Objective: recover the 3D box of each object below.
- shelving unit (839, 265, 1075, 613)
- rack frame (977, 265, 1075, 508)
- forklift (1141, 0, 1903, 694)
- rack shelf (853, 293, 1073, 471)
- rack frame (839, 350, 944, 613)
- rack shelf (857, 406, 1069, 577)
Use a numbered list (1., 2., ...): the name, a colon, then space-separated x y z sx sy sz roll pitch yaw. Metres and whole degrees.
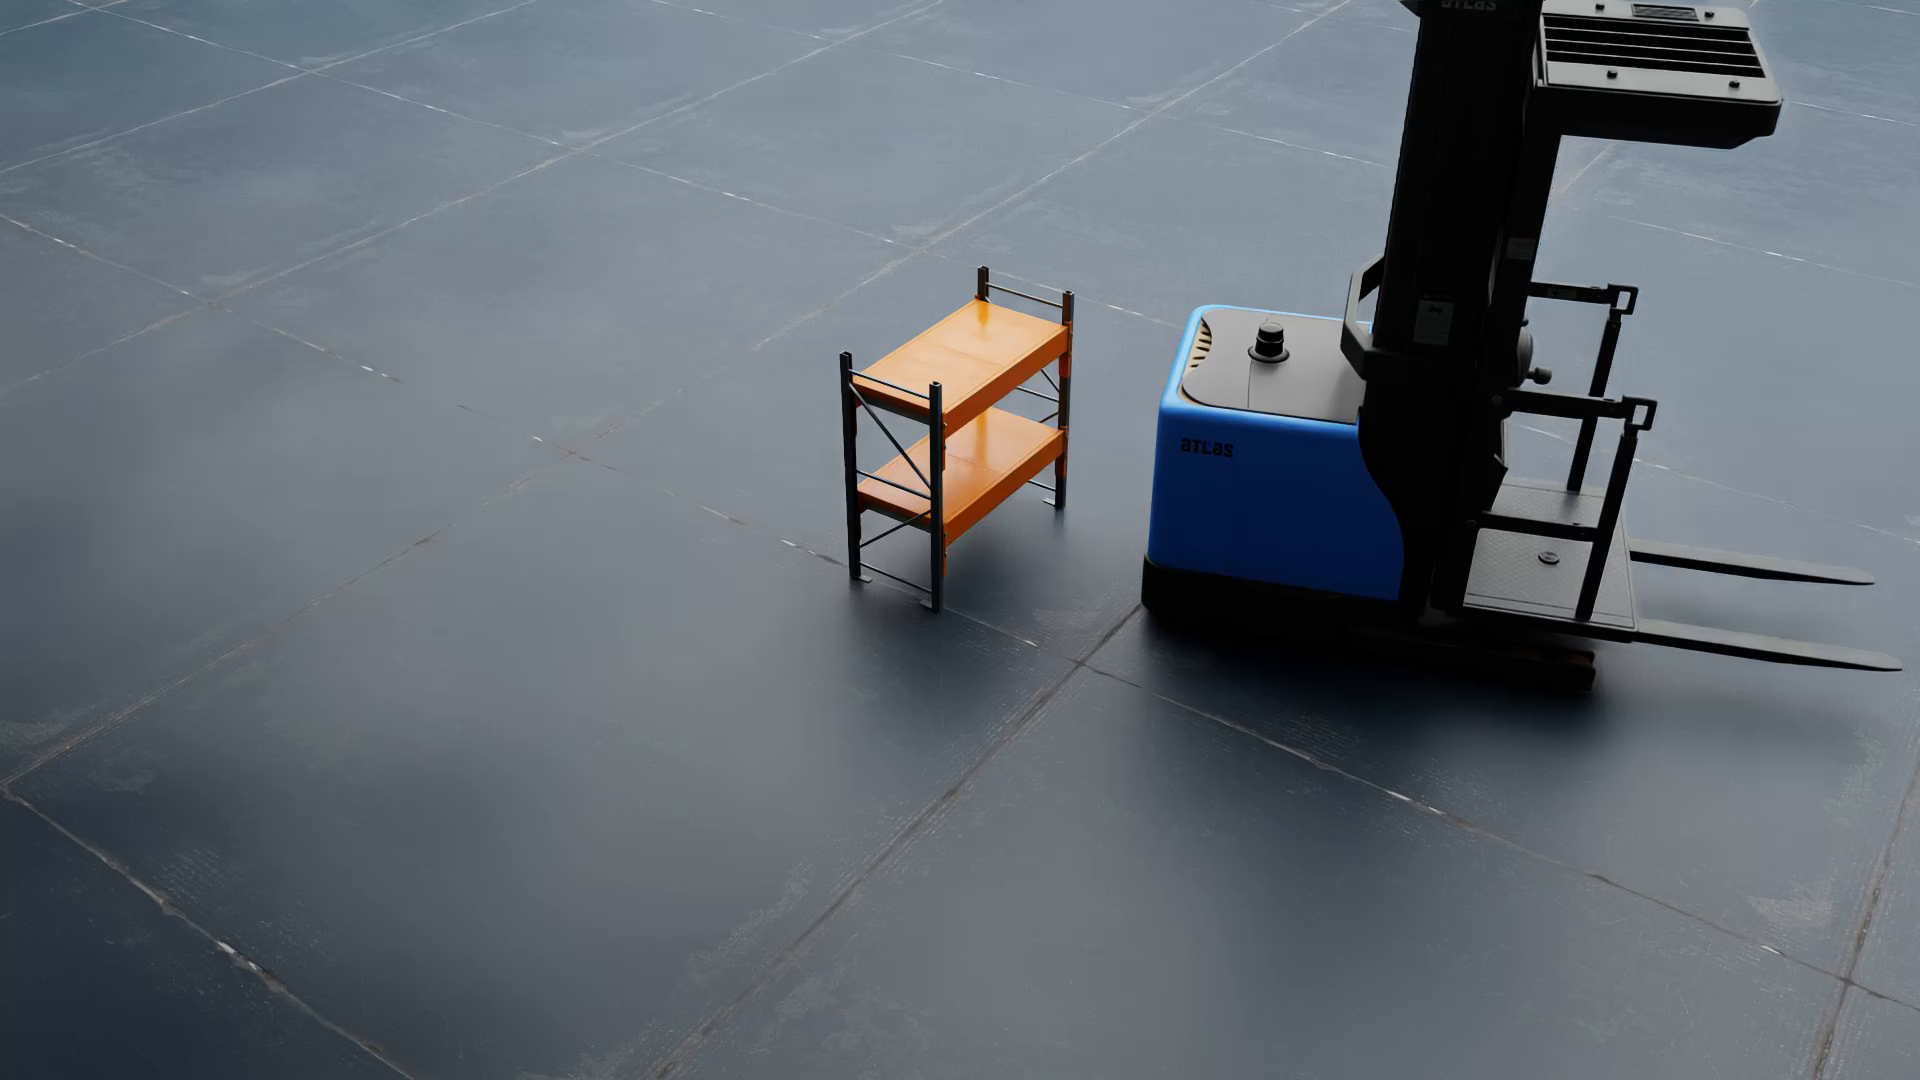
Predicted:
1. shelving unit: 0.004 -0.469 7.439 0.538 1.125 1.048 21 39 28
2. rack frame: 0.294 -0.703 7.785 0.500 1.125 0.032 21 39 28
3. forklift: 2.363 -0.914 6.486 3.031 2.935 1.130 8 35 12
4. rack shelf: 0.004 -0.712 7.276 0.538 0.278 1.000 21 39 28
5. rack frame: -0.286 -0.235 7.094 0.500 1.125 0.032 21 39 28
6. rack shelf: 0.004 -0.267 7.576 0.538 0.278 1.000 21 39 28
